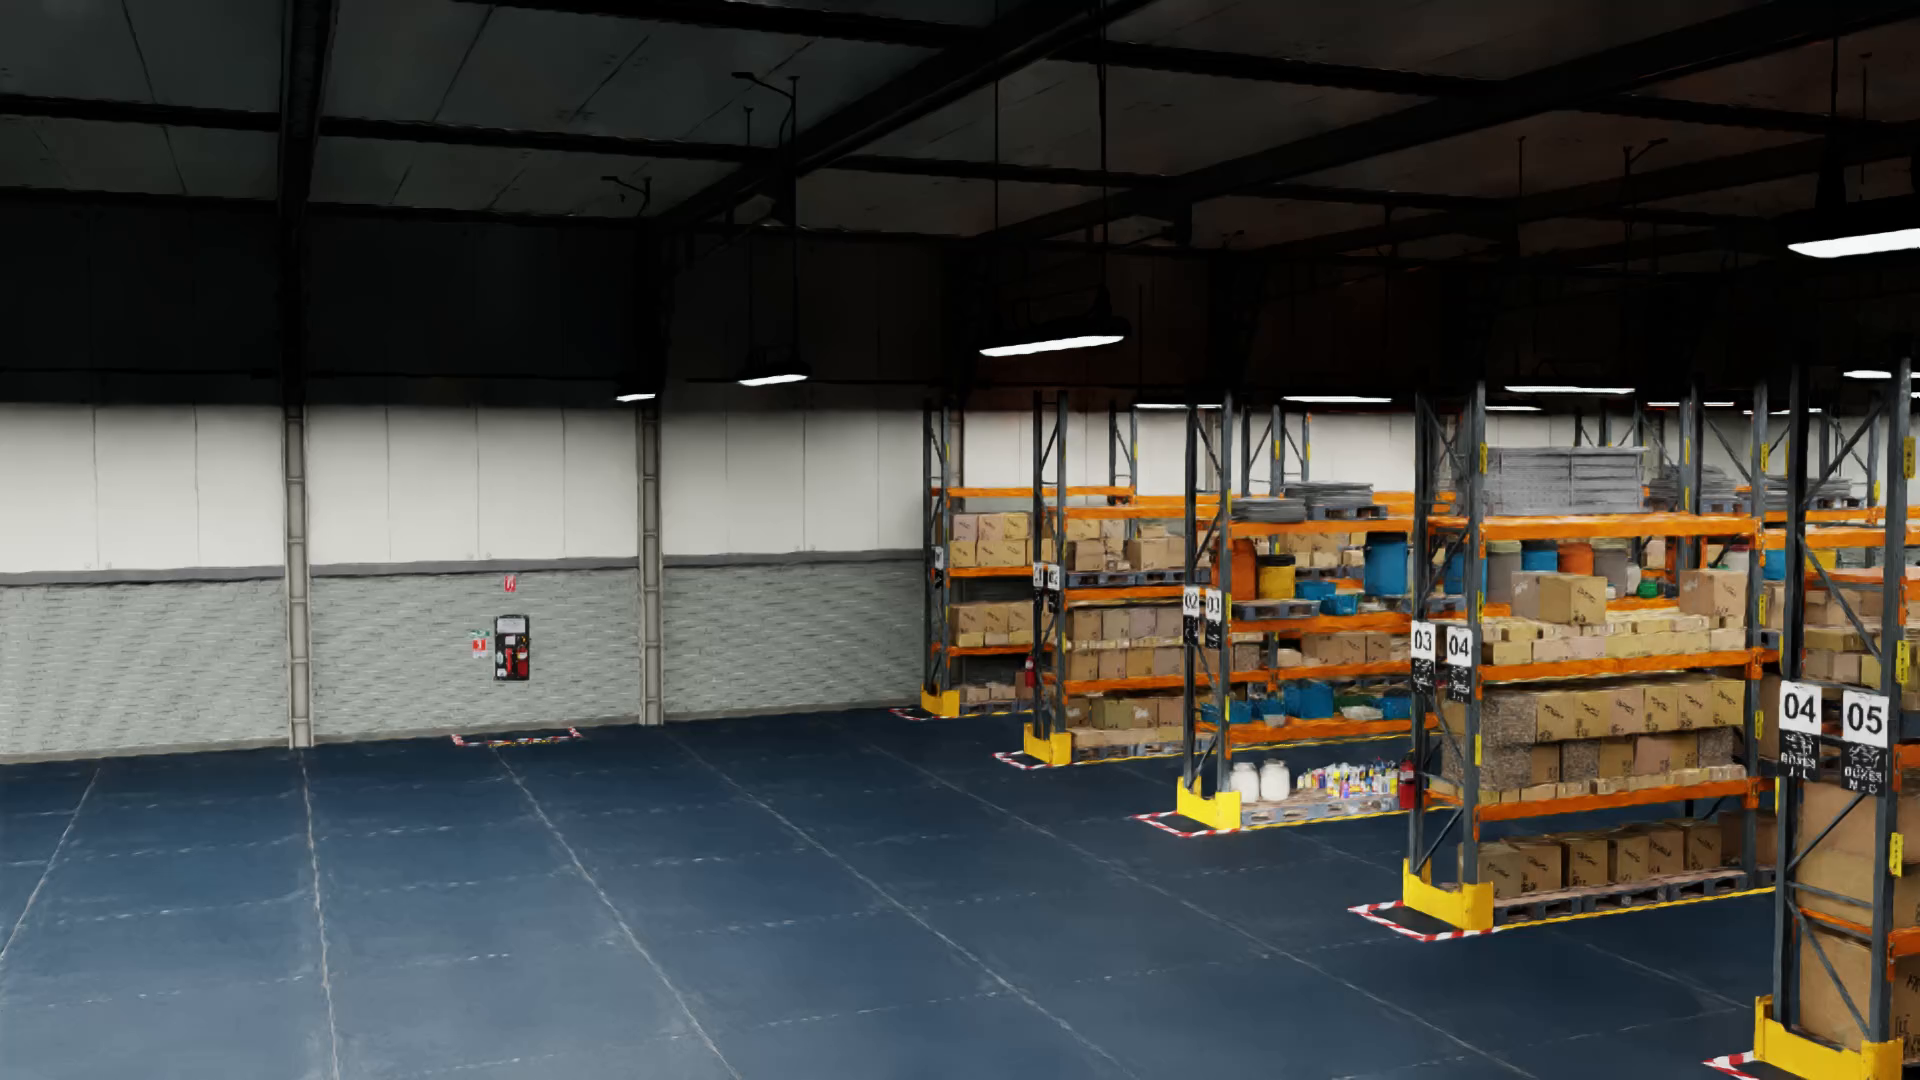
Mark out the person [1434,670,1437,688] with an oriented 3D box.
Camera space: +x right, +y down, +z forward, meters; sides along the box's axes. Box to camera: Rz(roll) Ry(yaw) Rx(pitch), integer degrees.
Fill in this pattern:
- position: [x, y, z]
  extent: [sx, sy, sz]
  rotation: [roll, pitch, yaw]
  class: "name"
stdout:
- position: [9.060, 2.441, 32.648]
  extent: [1.110, 1.571, 0.448]
  rotation: [-1, 4, -20]
  class: "person"
